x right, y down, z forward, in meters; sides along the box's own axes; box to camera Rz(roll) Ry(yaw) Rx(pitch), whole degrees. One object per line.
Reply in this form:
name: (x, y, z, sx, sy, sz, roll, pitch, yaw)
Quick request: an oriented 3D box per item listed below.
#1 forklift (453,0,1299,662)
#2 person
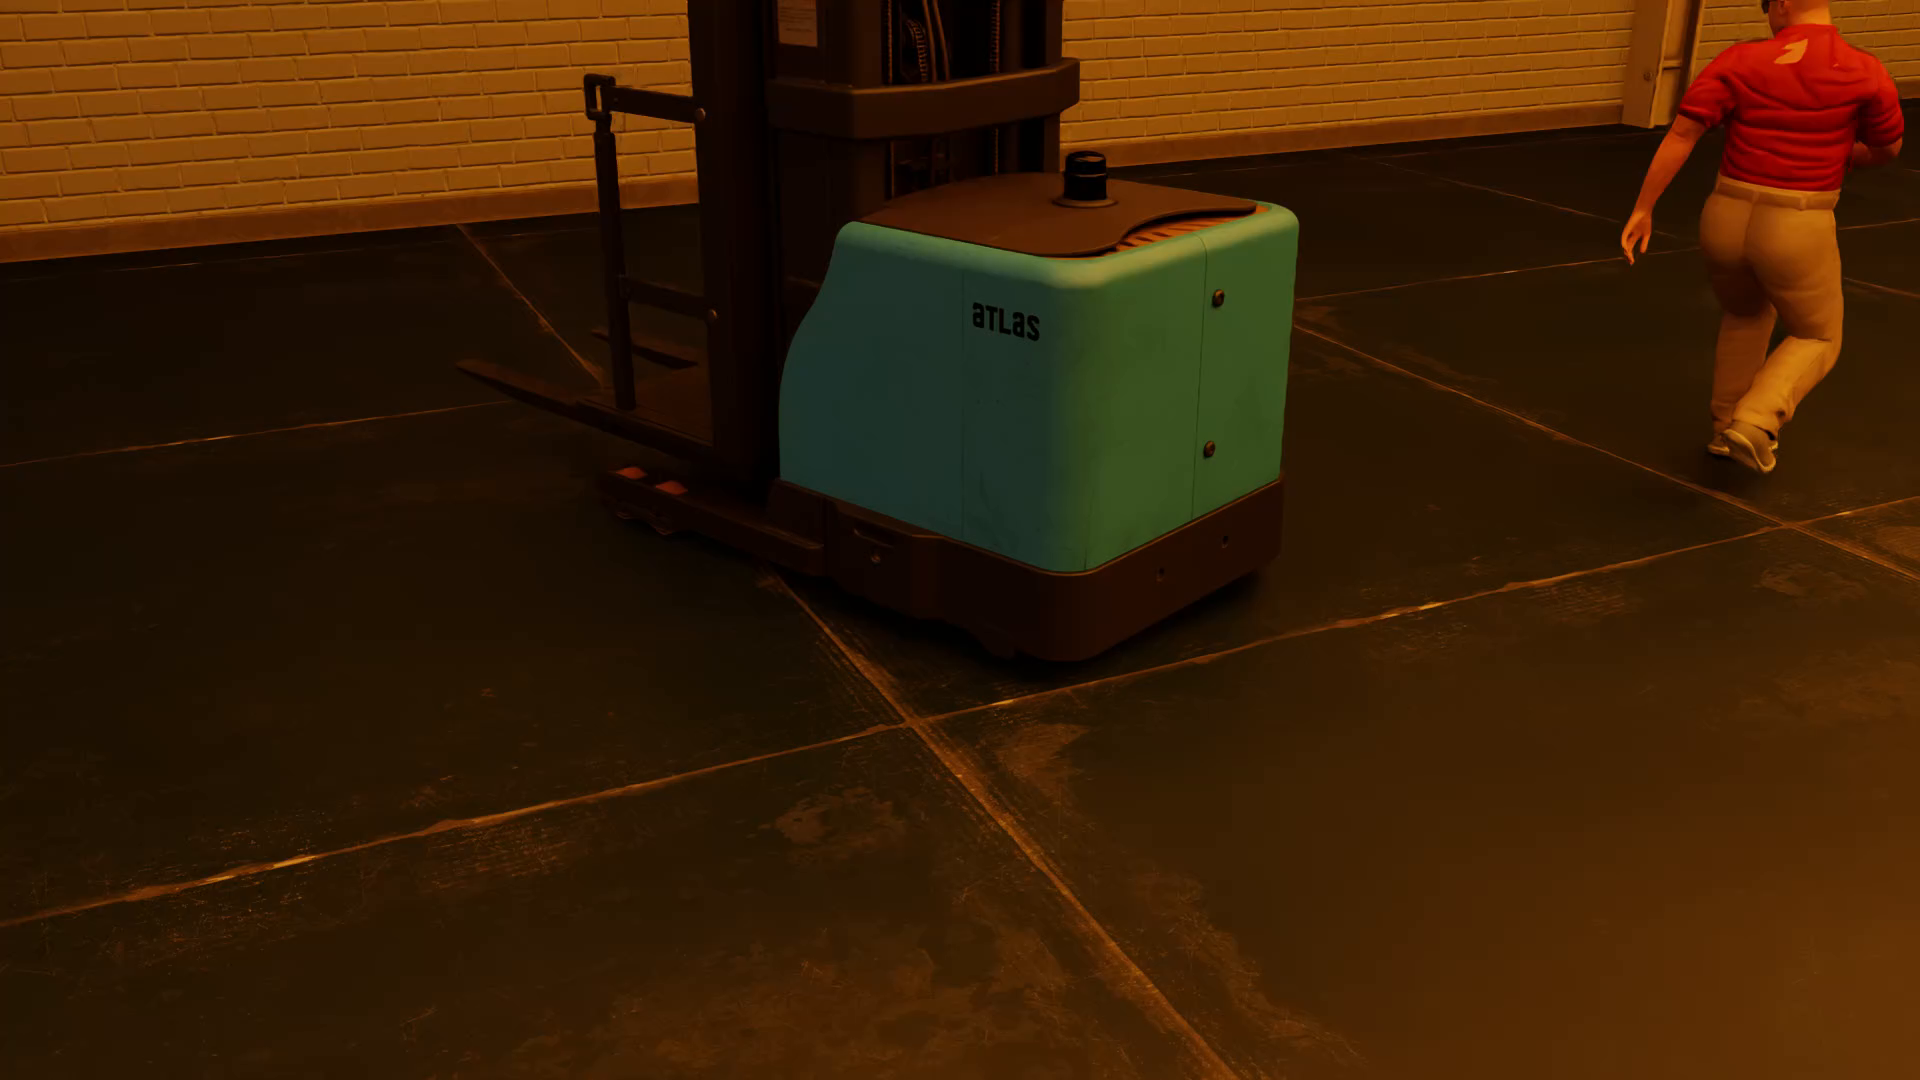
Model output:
forklift: (-0.505, -1.500, 4.897, 3.031, 2.935, 1.130, 19, 29, 38)
person: (2.628, -1.026, 5.432, 0.695, 1.663, 0.665, -19, 29, -38)
